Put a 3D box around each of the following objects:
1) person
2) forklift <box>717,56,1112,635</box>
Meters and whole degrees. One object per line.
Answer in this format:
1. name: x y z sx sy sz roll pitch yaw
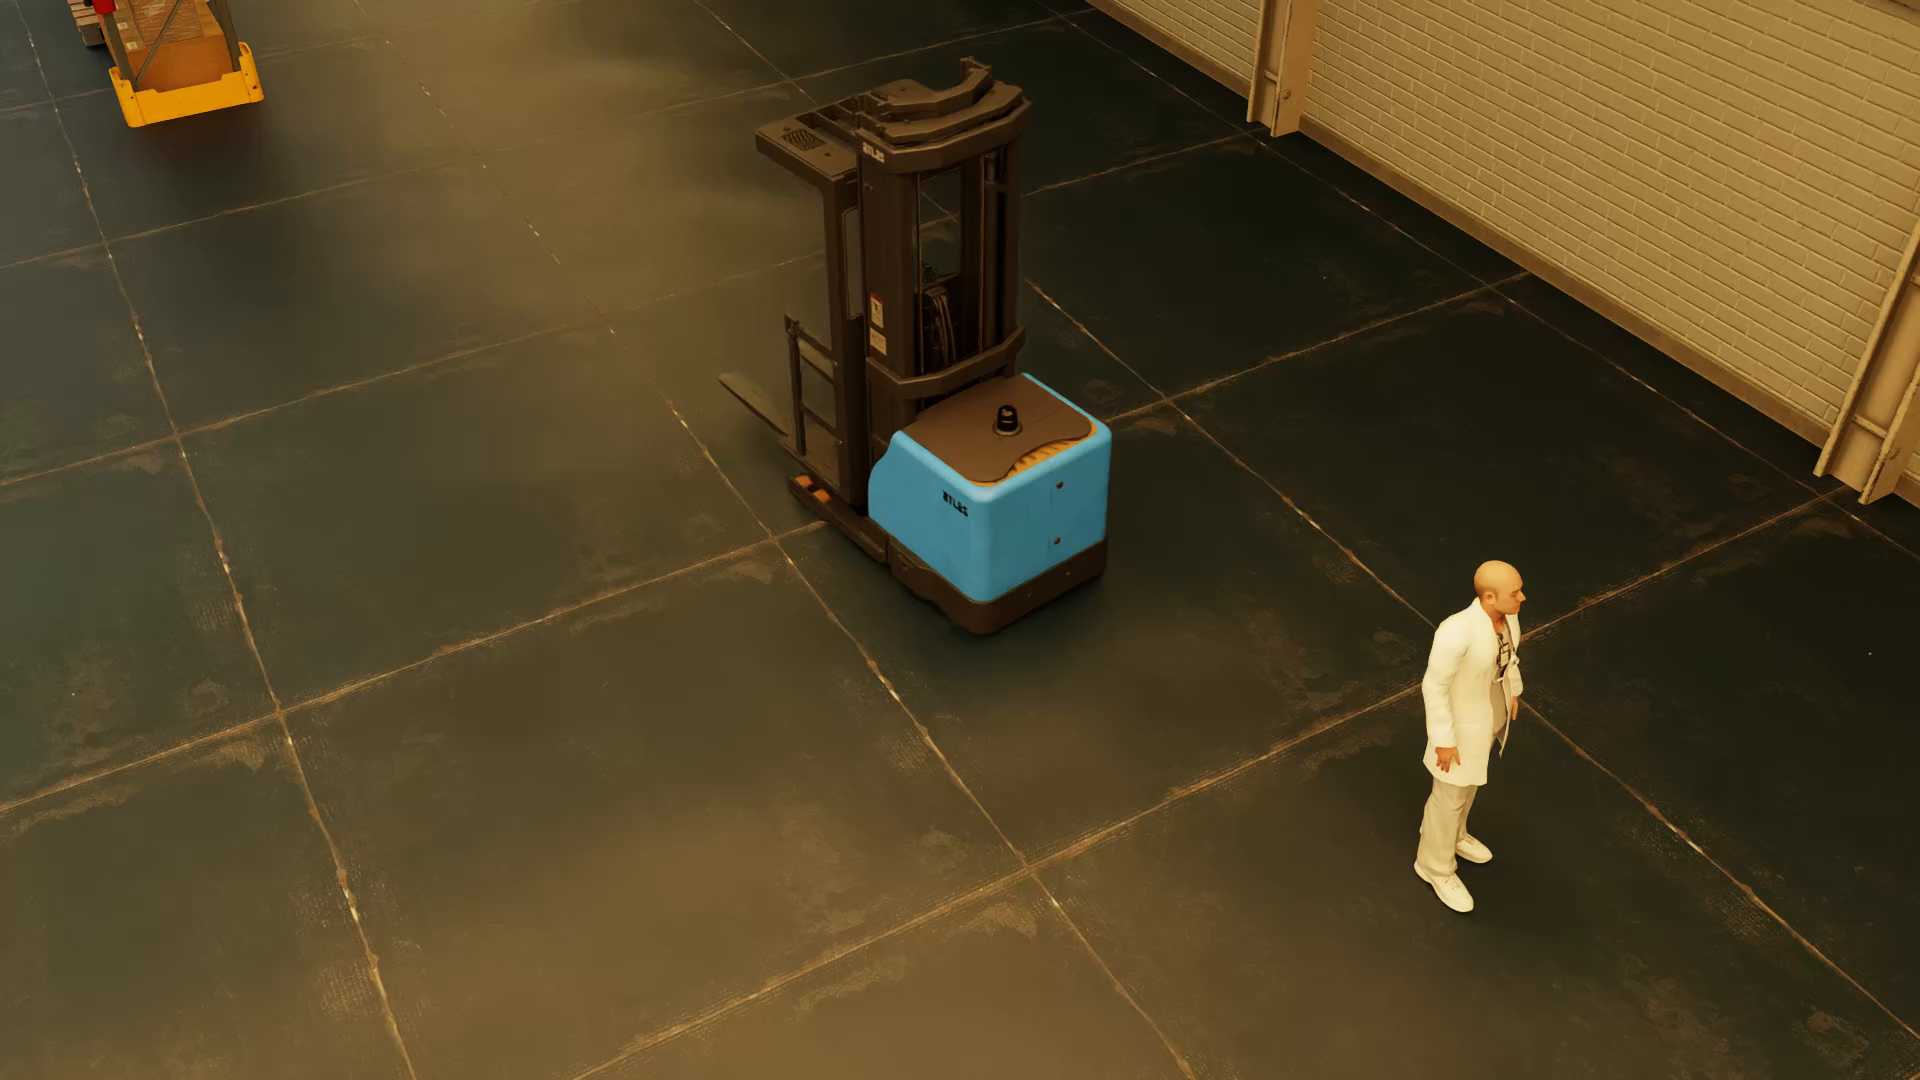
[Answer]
1. person: 2.493 0.888 7.858 0.693 1.776 0.581 -31 49 -32
2. forklift: -0.440 -1.461 9.797 1.130 2.935 3.031 -27 47 -29
